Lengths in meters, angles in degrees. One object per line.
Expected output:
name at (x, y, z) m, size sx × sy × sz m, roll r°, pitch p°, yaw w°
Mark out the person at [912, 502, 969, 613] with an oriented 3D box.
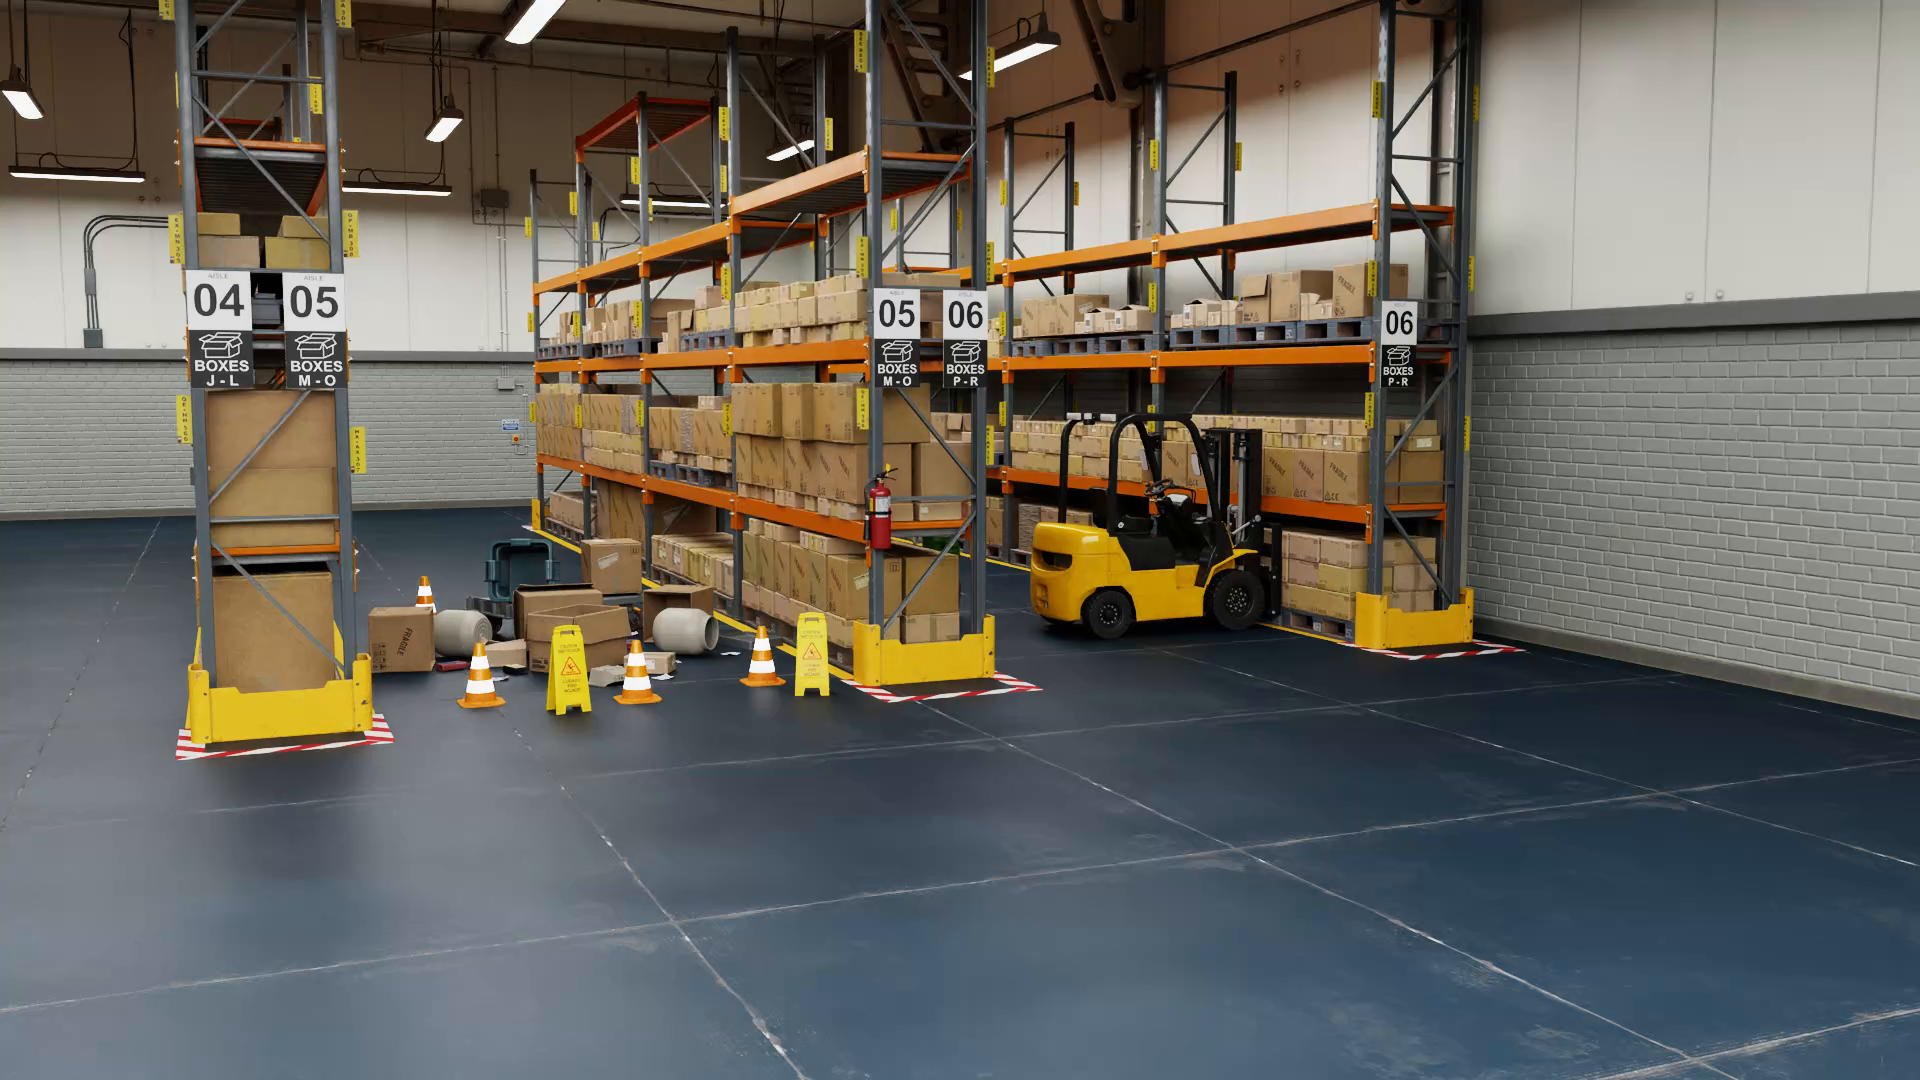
person at (-0.231, -0.087, 17.402) m, size 0.638 × 1.787 × 0.565 m, roll -3°, pitch 6°, yaw -25°
